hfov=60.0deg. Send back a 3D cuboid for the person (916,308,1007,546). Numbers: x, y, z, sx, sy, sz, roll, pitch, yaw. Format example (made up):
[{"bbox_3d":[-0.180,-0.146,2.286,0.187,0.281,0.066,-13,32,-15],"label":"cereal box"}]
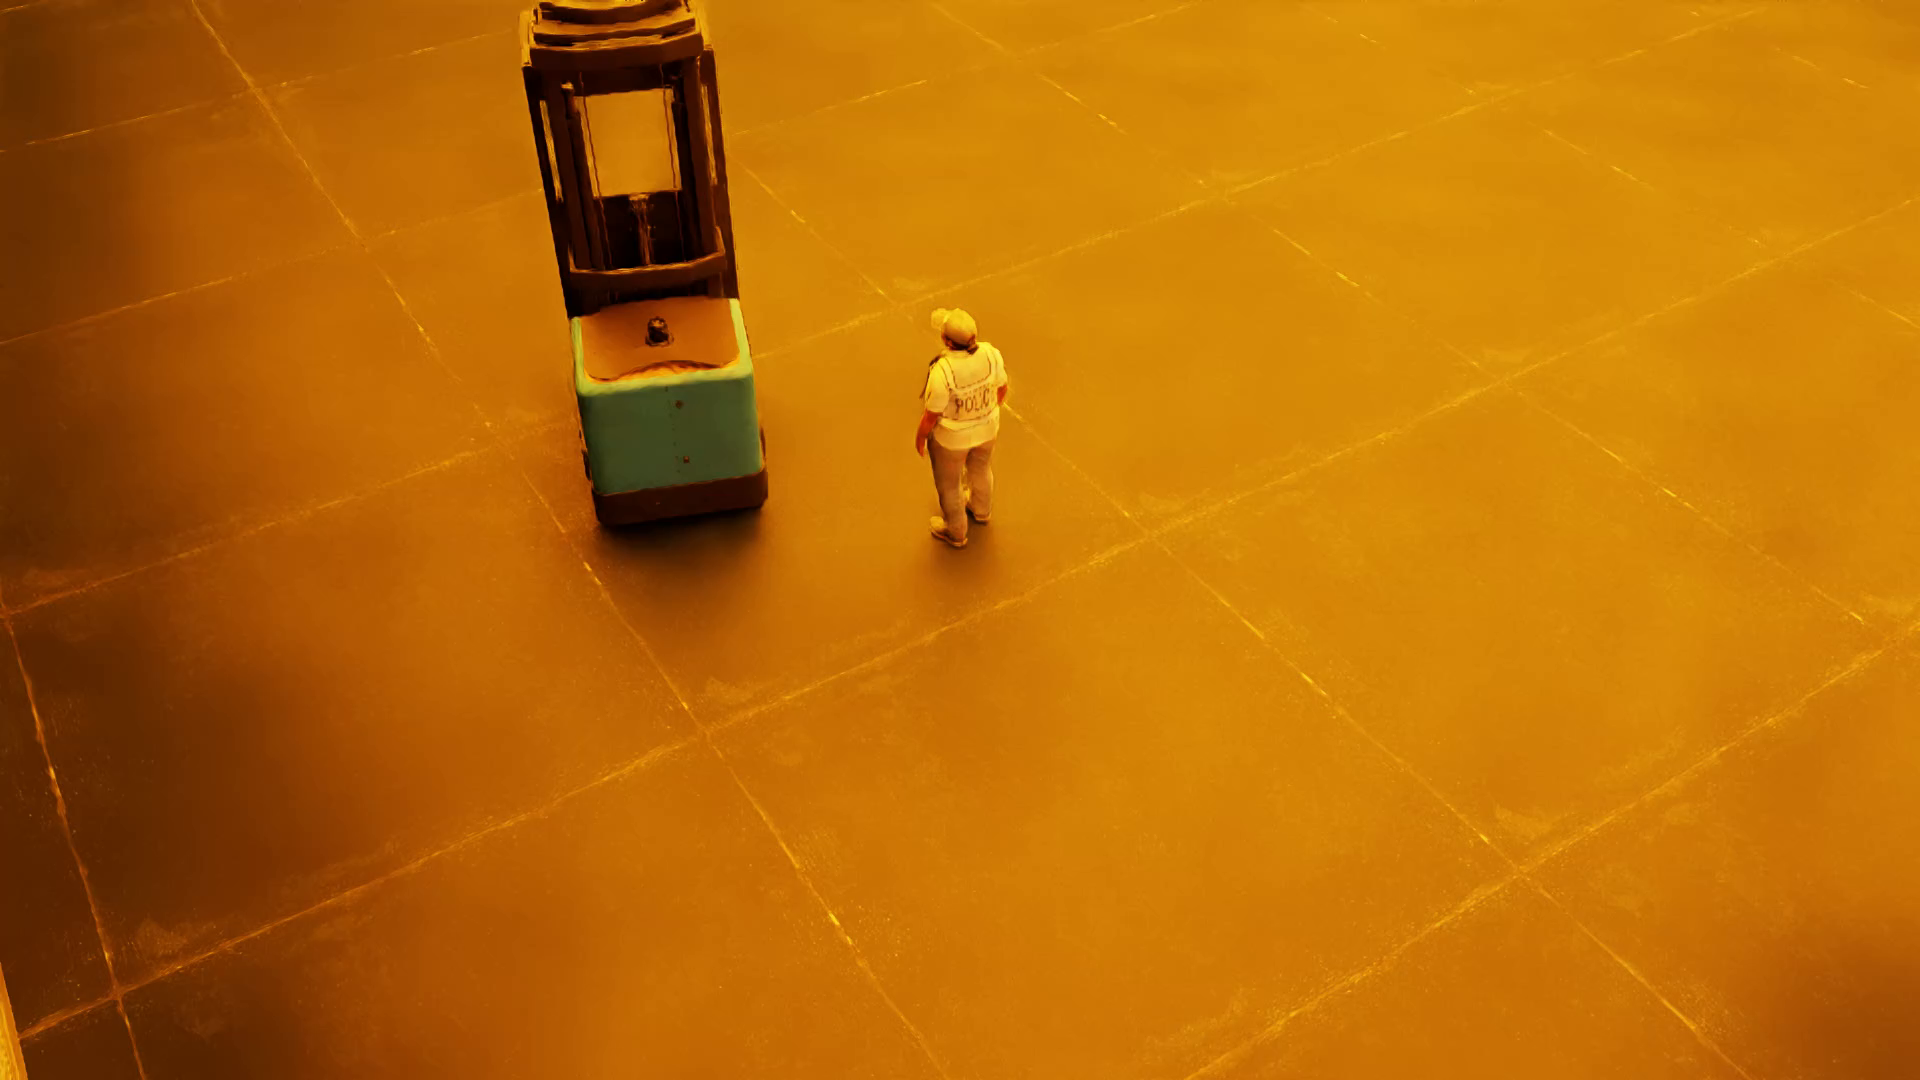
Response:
[{"bbox_3d":[-0.023,-0.684,9.603,0.598,1.669,0.527,-23,46,-24],"label":"person"}]

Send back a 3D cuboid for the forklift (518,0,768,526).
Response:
[{"bbox_3d":[-2.009,-2.170,10.354,1.130,2.935,3.031,-8,42,-9],"label":"forklift"}]
